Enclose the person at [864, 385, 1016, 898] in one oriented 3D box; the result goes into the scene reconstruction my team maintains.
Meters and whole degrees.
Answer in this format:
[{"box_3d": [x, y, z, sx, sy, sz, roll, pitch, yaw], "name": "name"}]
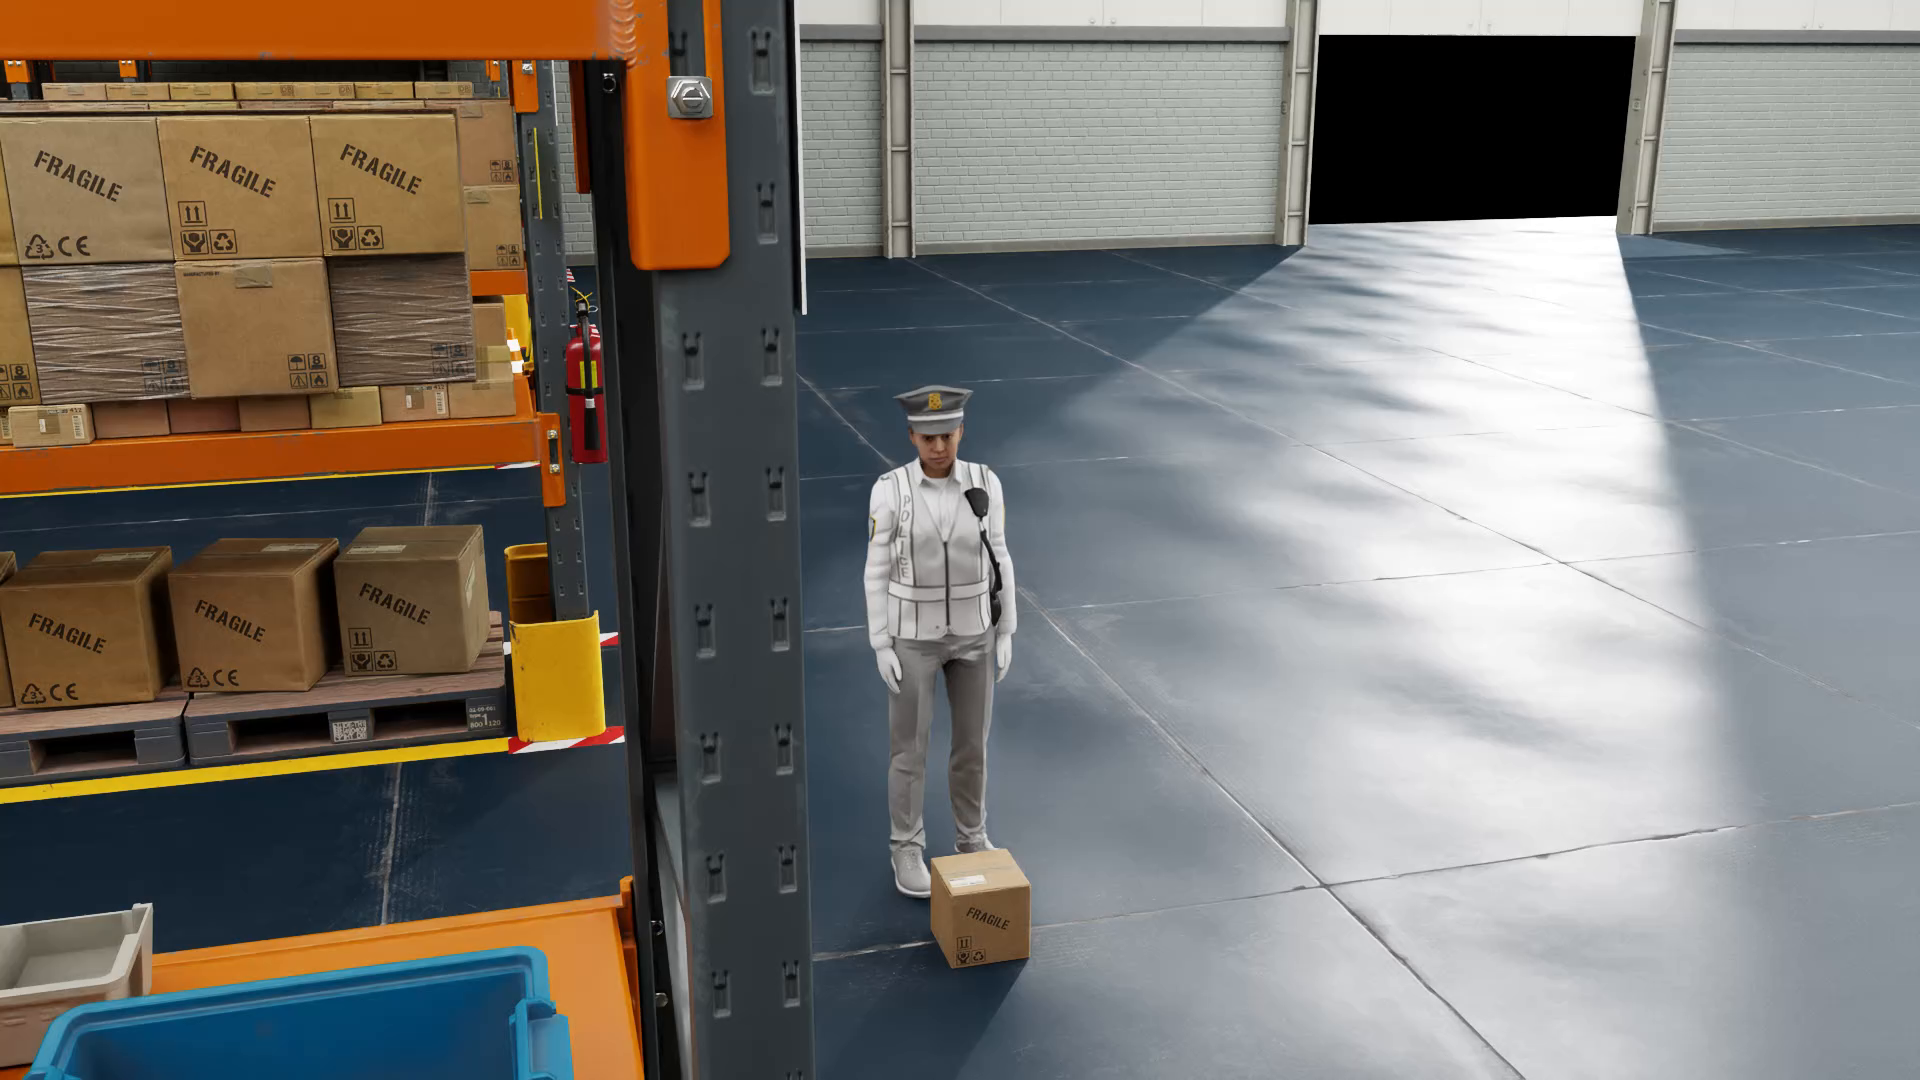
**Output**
[{"box_3d": [-0.055, 0.332, 5.371, 0.491, 1.692, 0.332, -4, 17, -14], "name": "person"}]
